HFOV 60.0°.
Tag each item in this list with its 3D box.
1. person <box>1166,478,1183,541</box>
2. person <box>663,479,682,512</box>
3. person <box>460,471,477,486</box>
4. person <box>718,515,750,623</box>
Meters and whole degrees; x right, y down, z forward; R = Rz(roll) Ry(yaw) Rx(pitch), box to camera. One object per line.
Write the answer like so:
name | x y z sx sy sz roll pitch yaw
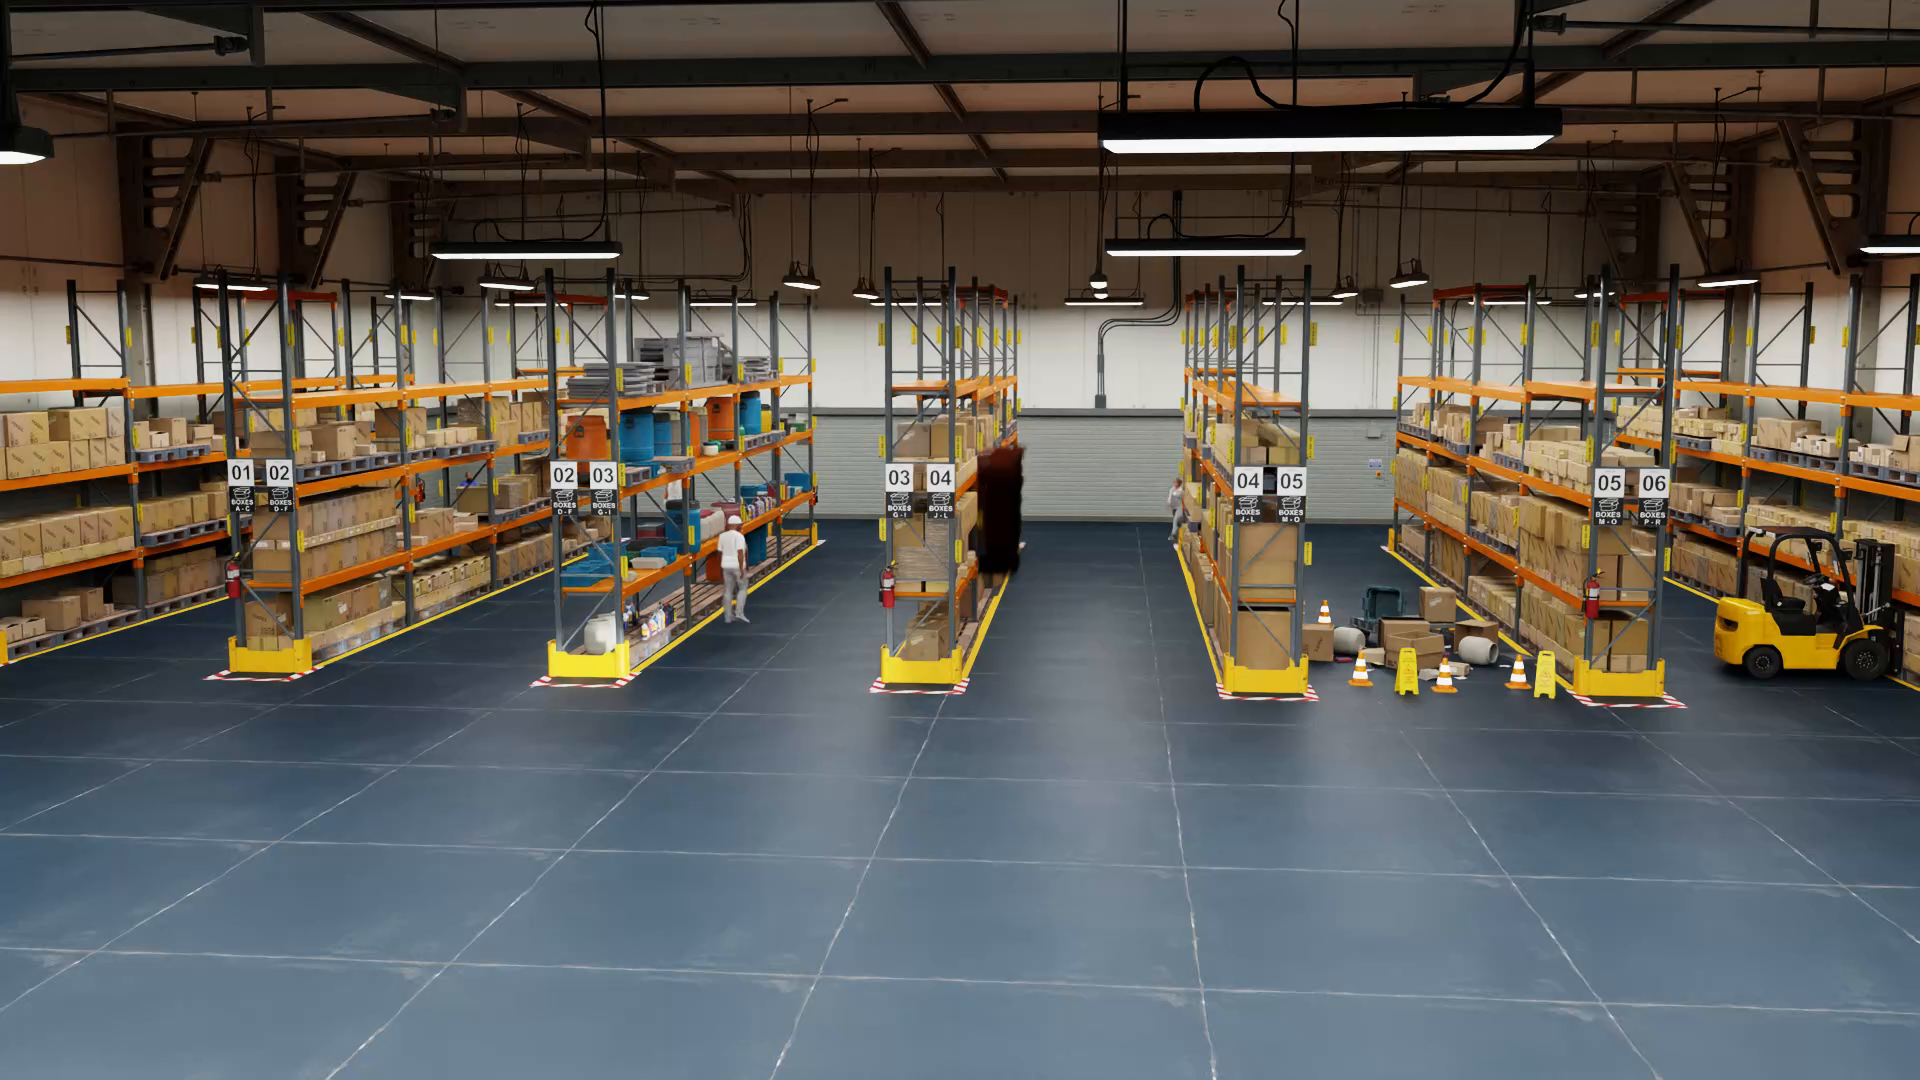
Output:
person | 5.388 -0.785 41.204 0.426 1.534 1.008 6 9 40
person | -7.215 -0.977 41.895 0.619 1.721 1.050 0 7 0
person | -12.490 -0.953 42.293 0.421 1.605 0.984 -1 7 -5
person | -3.782 0.497 27.612 0.571 1.803 0.551 2 7 18
